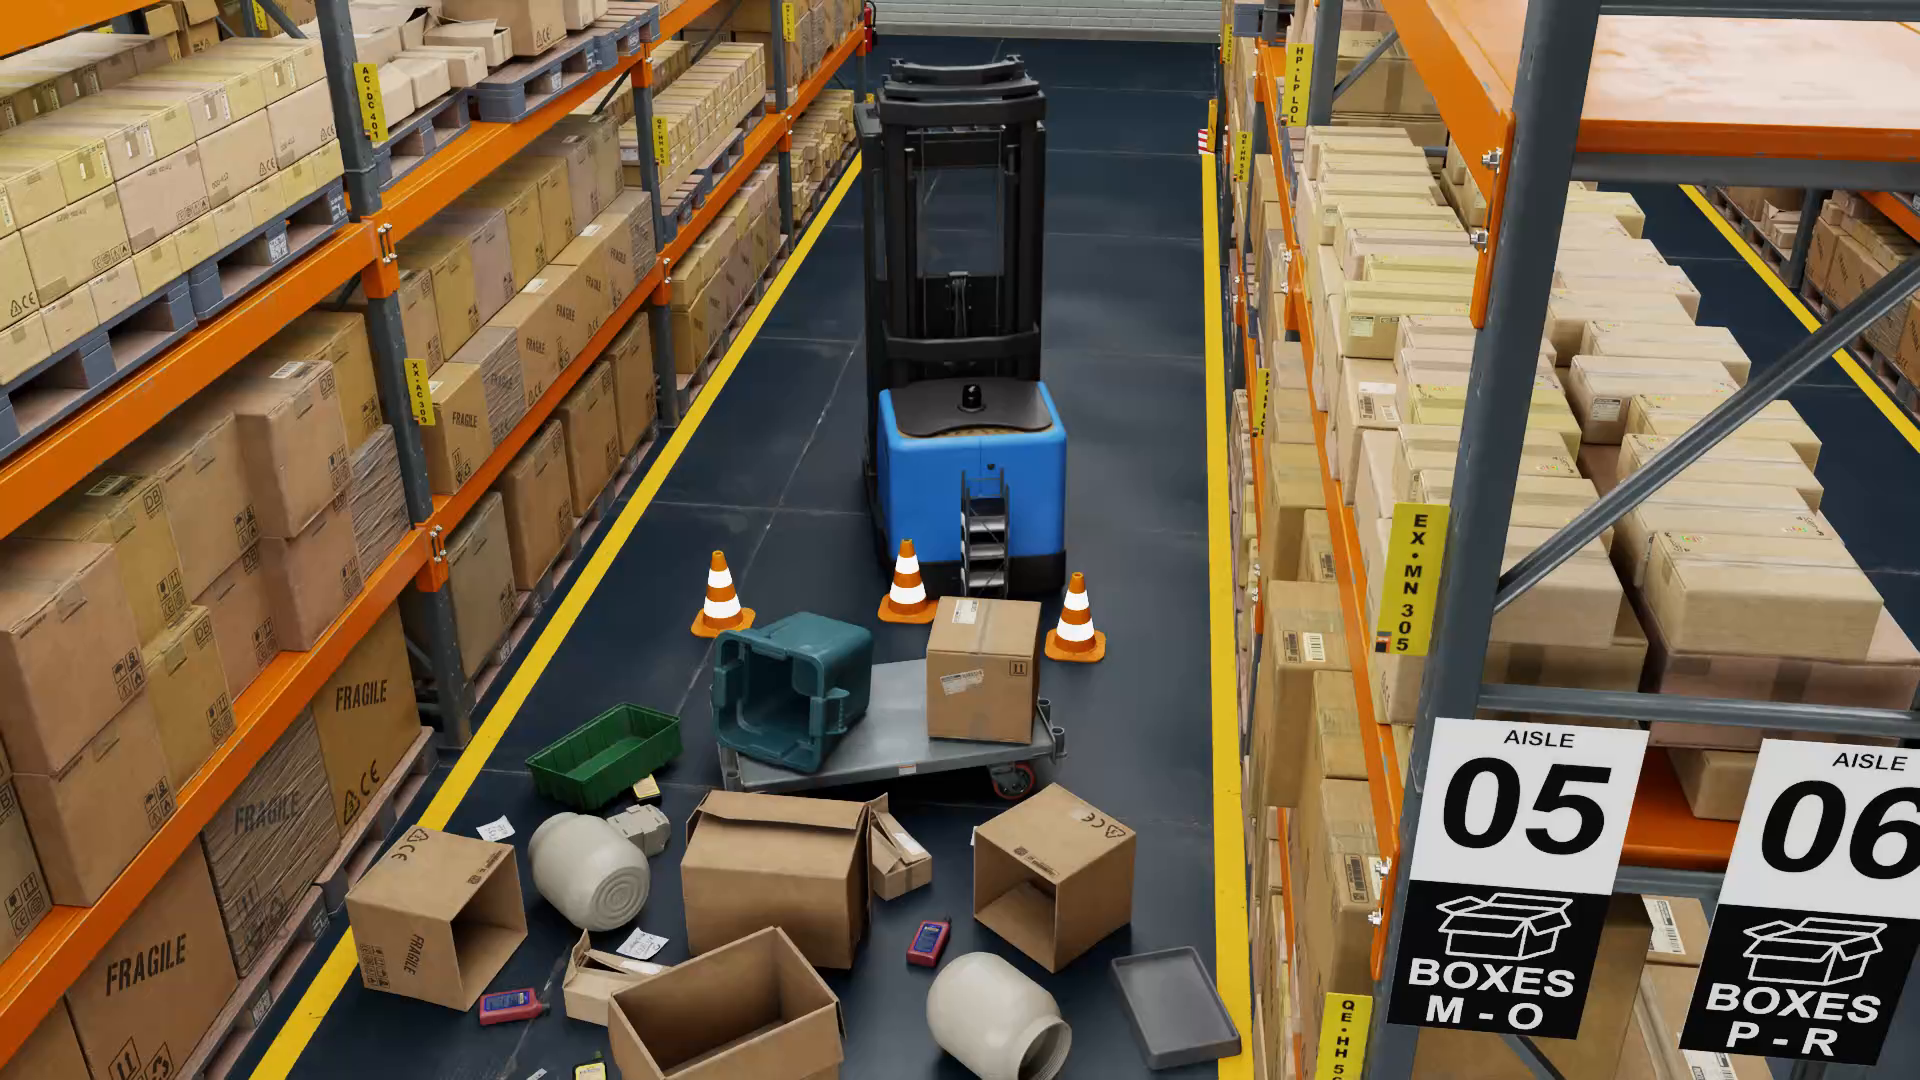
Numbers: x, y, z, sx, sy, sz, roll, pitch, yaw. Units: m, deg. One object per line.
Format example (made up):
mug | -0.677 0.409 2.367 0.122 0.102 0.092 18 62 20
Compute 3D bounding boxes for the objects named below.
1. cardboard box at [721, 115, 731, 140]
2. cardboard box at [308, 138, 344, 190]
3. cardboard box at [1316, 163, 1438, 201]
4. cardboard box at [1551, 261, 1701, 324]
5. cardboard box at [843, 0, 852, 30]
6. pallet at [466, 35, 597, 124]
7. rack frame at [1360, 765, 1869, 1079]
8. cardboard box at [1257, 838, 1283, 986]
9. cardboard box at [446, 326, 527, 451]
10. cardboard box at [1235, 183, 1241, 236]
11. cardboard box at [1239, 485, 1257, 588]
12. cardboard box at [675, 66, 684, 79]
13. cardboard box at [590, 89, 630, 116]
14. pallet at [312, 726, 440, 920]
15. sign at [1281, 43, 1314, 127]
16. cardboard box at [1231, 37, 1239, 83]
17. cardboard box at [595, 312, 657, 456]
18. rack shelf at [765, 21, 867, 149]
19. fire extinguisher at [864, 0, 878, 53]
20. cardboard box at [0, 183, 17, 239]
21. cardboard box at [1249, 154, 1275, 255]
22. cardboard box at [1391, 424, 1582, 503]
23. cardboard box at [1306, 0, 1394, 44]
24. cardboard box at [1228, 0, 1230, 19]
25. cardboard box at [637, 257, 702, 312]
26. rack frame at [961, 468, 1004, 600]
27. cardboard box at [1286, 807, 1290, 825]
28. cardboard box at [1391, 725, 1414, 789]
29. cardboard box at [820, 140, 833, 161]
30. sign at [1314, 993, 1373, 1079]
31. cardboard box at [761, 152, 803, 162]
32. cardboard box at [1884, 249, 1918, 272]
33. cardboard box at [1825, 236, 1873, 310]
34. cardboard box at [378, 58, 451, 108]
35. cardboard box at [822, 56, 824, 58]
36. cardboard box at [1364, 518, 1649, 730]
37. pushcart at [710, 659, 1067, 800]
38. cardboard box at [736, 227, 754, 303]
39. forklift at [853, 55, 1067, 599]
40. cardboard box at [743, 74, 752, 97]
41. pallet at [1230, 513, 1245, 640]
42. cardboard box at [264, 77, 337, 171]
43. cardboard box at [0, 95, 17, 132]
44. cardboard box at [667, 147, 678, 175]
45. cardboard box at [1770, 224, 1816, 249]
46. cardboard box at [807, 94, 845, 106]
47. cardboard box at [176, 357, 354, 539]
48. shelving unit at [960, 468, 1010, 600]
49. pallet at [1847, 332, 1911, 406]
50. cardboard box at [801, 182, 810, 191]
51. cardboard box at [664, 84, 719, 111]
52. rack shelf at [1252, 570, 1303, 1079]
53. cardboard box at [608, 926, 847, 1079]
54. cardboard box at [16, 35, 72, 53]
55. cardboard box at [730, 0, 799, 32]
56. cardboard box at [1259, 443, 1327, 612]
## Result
cardboard box | -2.063 -3.322 13.368 0.380 0.149 0.250 5 29 8
cardboard box | -2.762 -1.543 6.797 0.380 0.149 0.250 3 28 6
cardboard box | 1.484 -1.238 5.939 0.380 0.149 0.250 2 28 5
cardboard box | 1.973 -0.718 4.973 0.380 0.149 0.250 4 29 7
cardboard box | -1.432 -5.649 17.446 0.500 0.500 0.500 3 28 5
pallet | -2.705 -2.582 9.208 1.003 0.211 1.213 5 29 9
rack frame | 1.401 1.829 3.985 1.000 3.000 0.127 3 28 6
cardboard box | 1.431 1.400 6.446 0.500 0.500 0.500 5 29 9
cardboard box | -2.642 -0.808 8.773 0.500 0.500 0.500 4 29 7
cardboard box | 2.232 -2.365 11.928 0.500 0.250 0.500 4 29 7
cardboard box | 2.121 0.005 9.698 0.950 0.372 0.625 4 29 8
cardboard box | -2.589 -3.984 14.283 0.380 0.149 0.250 3 28 5
cardboard box | -2.779 -3.379 12.846 0.380 0.149 0.250 5 29 9
pallet | -3.205 1.287 7.931 1.003 0.211 1.213 3 28 6
sign | 1.340 -1.806 6.609 0.100 0.325 0.005 3 28 6
cardboard box | 2.532 -4.114 13.855 0.500 0.500 0.500 4 29 7
cardboard box | -2.708 -1.090 11.332 1.050 0.750 0.750 3 28 6
rack shelf | -1.809 -4.685 16.833 1.077 0.370 4.000 3 28 6
fire extinguisher | -1.075 -5.836 18.687 0.296 0.674 0.183 3 28 6
cardboard box | -3.011 -0.938 4.834 0.380 0.149 0.250 3 28 6
cardboard box | 2.096 -2.098 10.413 0.500 0.500 0.500 3 28 5
cardboard box | 1.232 -0.149 3.917 0.380 0.149 0.250 3 28 6
cardboard box | 1.939 -2.475 8.000 0.500 0.250 0.500 4 29 7
cardboard box | 2.848 -5.256 15.976 0.500 0.500 0.500 3 29 6
cardboard box | -2.219 -1.902 12.312 0.500 0.250 0.500 2 28 4
rack frame | 0.127 -0.003 9.594 0.240 0.900 0.006 -3 29 -6
cardboard box | 1.365 0.908 5.959 0.380 0.149 0.250 3 28 6
cardboard box | 1.167 0.435 3.675 0.380 0.149 0.250 3 29 6
cardboard box | -1.514 -3.998 17.051 0.380 0.149 0.250 4 29 7
sign | 0.852 1.138 3.713 0.100 0.325 0.005 3 28 6
cardboard box | -1.732 -3.650 16.090 0.380 0.149 0.250 3 28 5
cardboard box | 7.392 -2.131 12.844 0.380 0.149 0.250 4 29 8
cardboard box | 7.460 -2.152 13.566 0.500 0.500 0.500 3 28 6
cardboard box | -2.661 -2.207 8.030 0.250 0.149 0.380 3 28 6
cardboard box | -1.585 -4.935 16.805 0.380 0.149 0.250 4 29 7
cardboard box | 1.196 0.187 3.715 0.500 0.250 0.500 3 28 6
pushcart | -0.378 0.991 8.304 1.648 0.377 0.936 -6 29 -11
cardboard box | -2.025 -2.299 13.839 0.500 0.500 0.500 3 28 5
forklift | -0.070 -1.614 10.448 1.130 2.935 3.031 -3 29 -6
cardboard box | -1.971 -3.826 13.989 0.380 0.149 0.250 5 29 8
pallet | 2.132 0.231 9.890 1.003 0.211 1.213 3 28 6
cardboard box | -2.840 -1.662 6.598 0.500 0.250 0.500 3 28 6
cardboard box | -3.539 -1.452 5.789 0.380 0.149 0.250 4 29 7
cardboard box | -2.255 -2.726 11.948 0.380 0.149 0.250 5 29 9
cardboard box | 7.575 -2.742 15.032 0.380 0.149 0.250 3 28 5
cardboard box | -1.465 -4.756 18.142 0.380 0.149 0.250 4 29 7
cardboard box | -3.066 -0.398 6.822 0.875 0.550 0.550 3 28 6
shelving unit | 0.140 0.046 9.506 0.258 0.900 0.210 -3 29 -6
pallet | 7.589 -1.344 12.815 1.003 0.211 1.213 3 28 6
cardboard box | -1.679 -3.388 16.231 0.380 0.149 0.250 3 28 6
cardboard box | -2.102 -3.455 12.988 0.380 0.149 0.250 3 28 5
rack shelf | 1.646 1.204 5.903 1.077 0.370 4.000 3 28 6
cardboard box | -0.897 1.954 6.385 0.797 0.503 0.637 -17 33 -29
cardboard box | -7.266 -3.648 12.988 0.797 0.503 0.637 4 29 7
cardboard box | -1.757 -4.873 14.952 0.500 0.500 0.500 4 29 7
cardboard box | 1.449 -0.001 5.908 0.700 0.500 0.500 3 28 5
